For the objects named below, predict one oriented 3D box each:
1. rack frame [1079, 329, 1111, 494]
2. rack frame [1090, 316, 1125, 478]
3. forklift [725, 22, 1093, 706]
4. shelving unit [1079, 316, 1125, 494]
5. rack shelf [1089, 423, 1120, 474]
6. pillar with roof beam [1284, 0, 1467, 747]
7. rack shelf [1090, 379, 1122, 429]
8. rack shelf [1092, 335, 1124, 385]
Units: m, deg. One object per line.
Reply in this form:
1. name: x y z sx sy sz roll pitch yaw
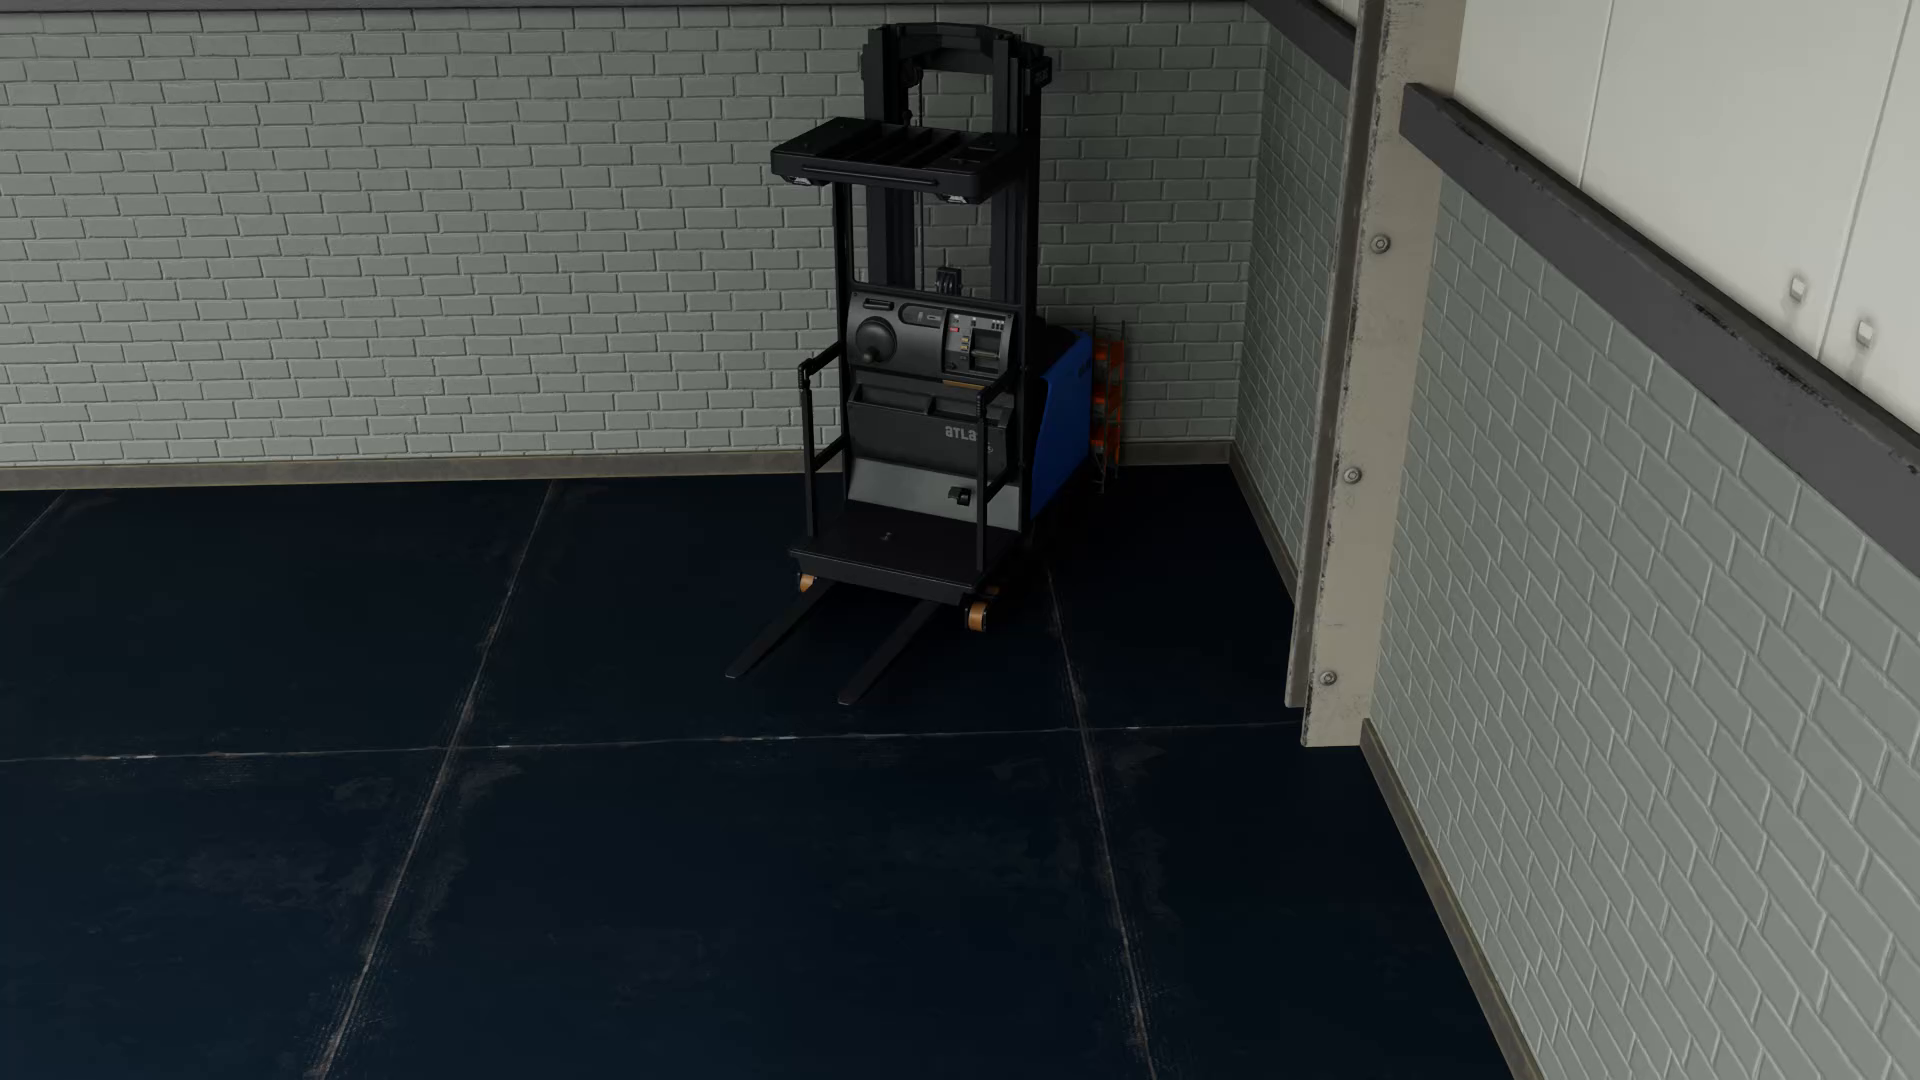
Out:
1. rack frame: 0.800 -0.772 10.095 0.200 1.050 0.008 12 30 21
2. rack frame: 0.901 -0.875 10.292 0.200 1.050 0.008 12 30 21
3. forklift: -0.241 -1.034 8.563 1.130 2.935 3.031 11 29 20
4. shelving unit: 0.851 -0.823 10.193 0.215 1.050 0.252 12 30 21
5. rack shelf: 0.851 -0.567 10.327 0.215 0.259 0.240 12 30 21
6. pillar with roof beam: -2.532 -3.003 5.776 9.100 9.000 0.400 -1 28 -3
7. rack shelf: 0.851 -0.814 10.198 0.215 0.259 0.240 12 30 21
8. rack shelf: 0.851 -1.065 10.067 0.215 0.259 0.240 12 30 21
